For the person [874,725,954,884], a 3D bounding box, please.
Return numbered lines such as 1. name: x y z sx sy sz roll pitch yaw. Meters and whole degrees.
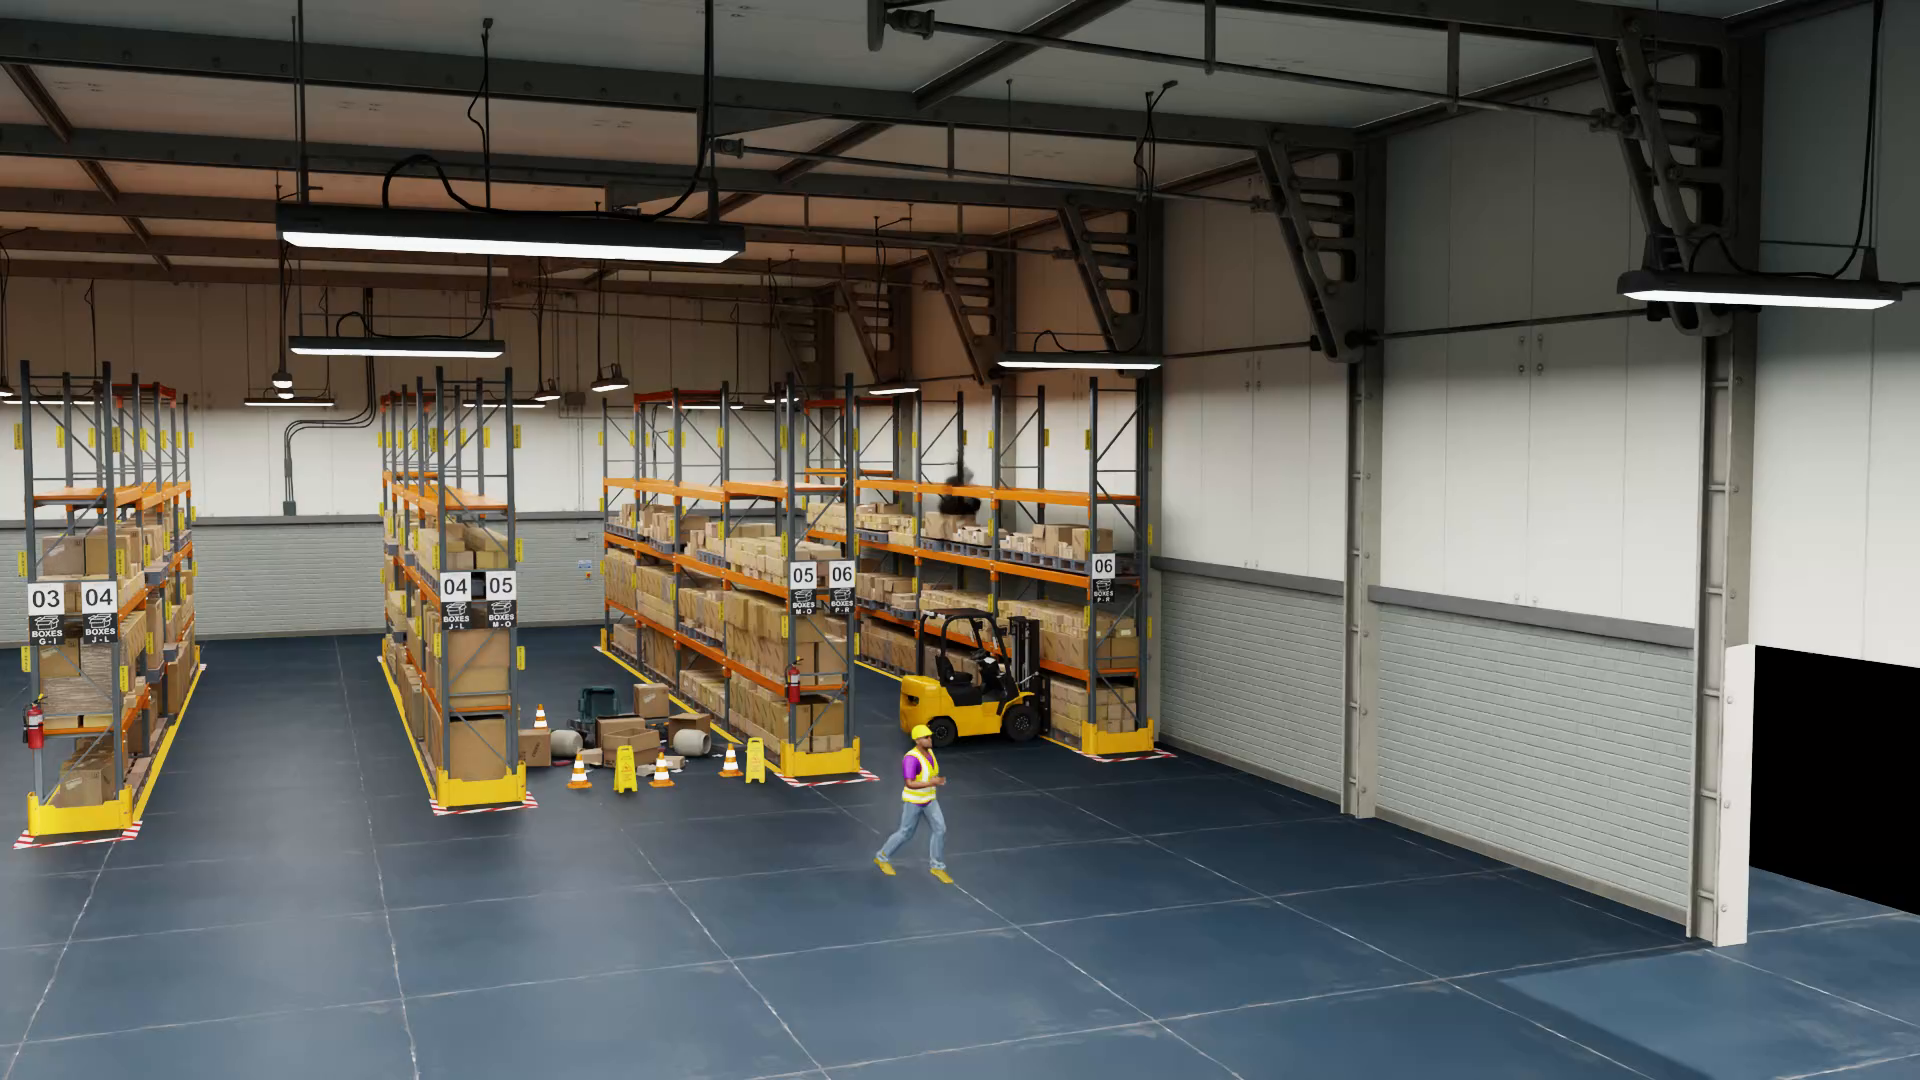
1. person: -0.504 2.984 18.880 0.913 1.811 0.710 2 4 31
